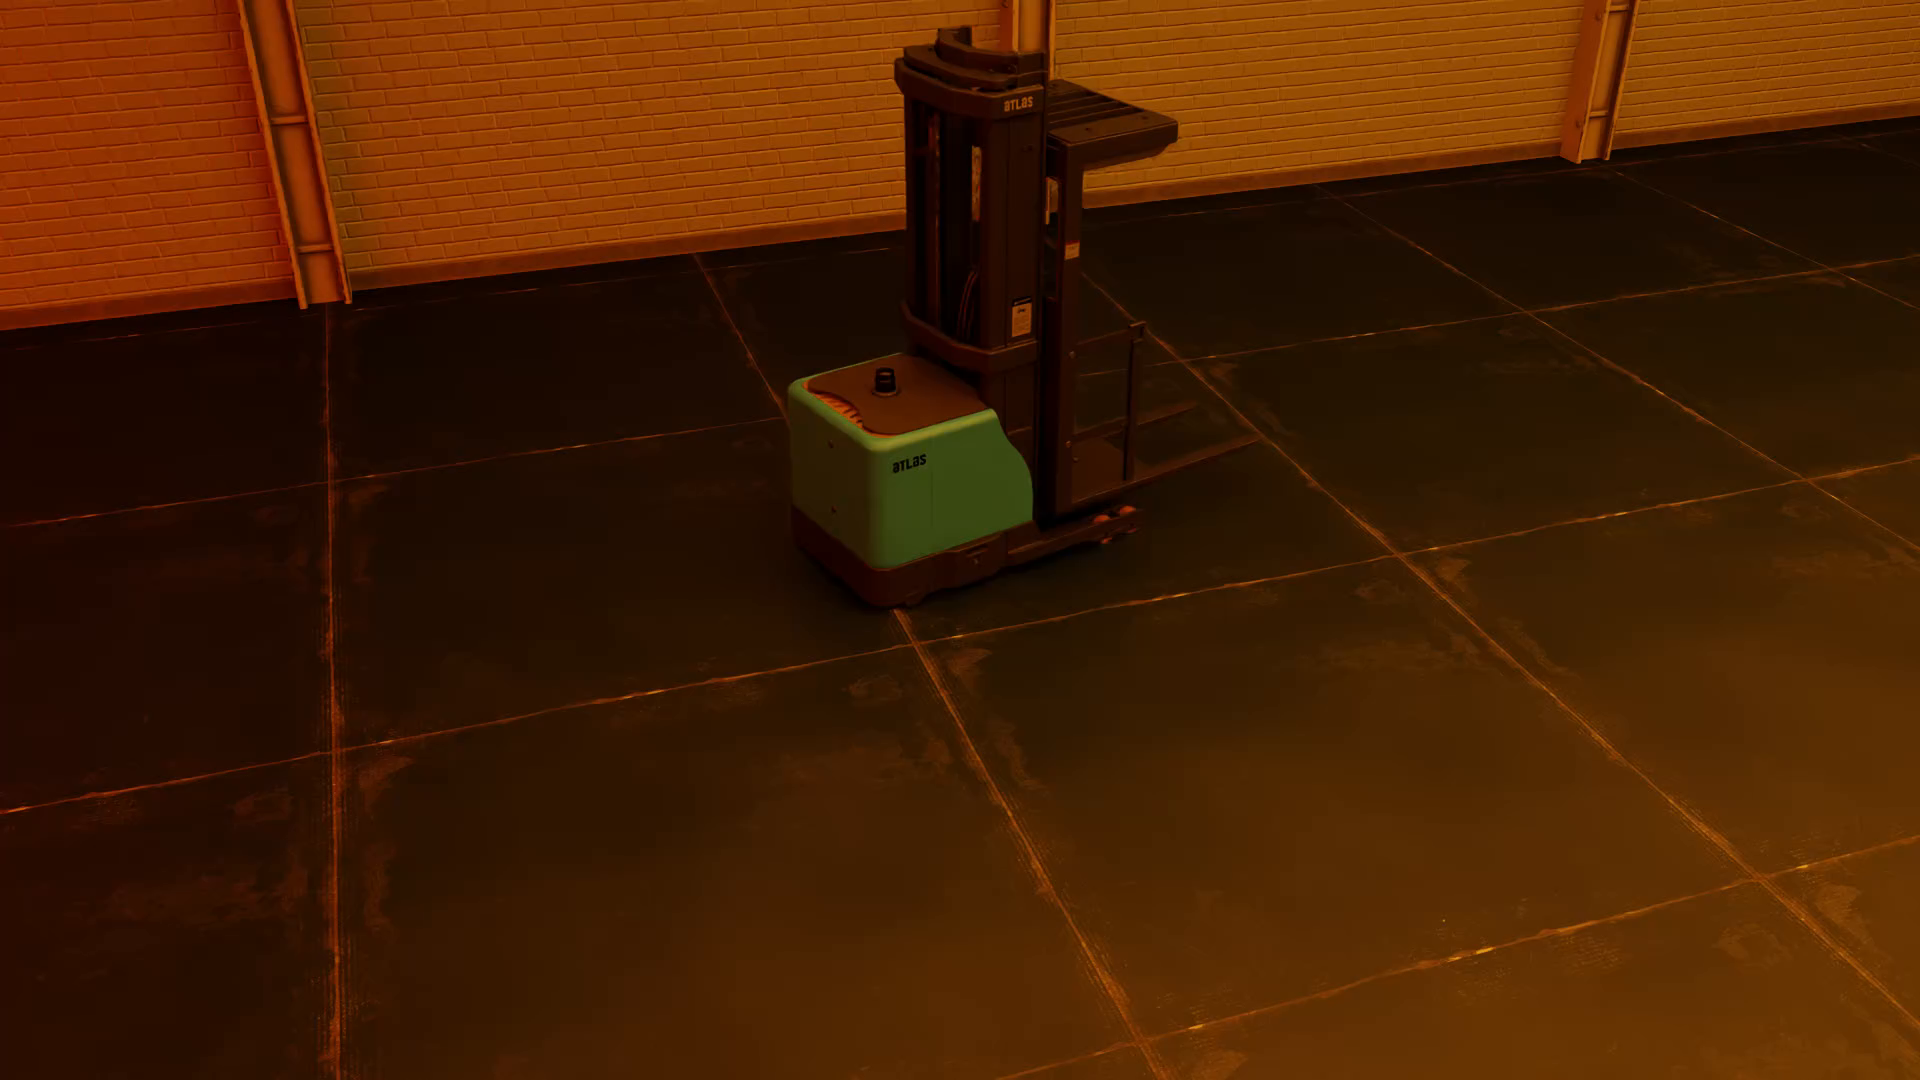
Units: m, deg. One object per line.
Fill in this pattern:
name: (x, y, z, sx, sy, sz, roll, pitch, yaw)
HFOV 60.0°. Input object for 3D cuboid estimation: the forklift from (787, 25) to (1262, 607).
forklift: (0.508, -1.453, 9.613, 3.031, 2.935, 1.130, -19, 35, -29)
